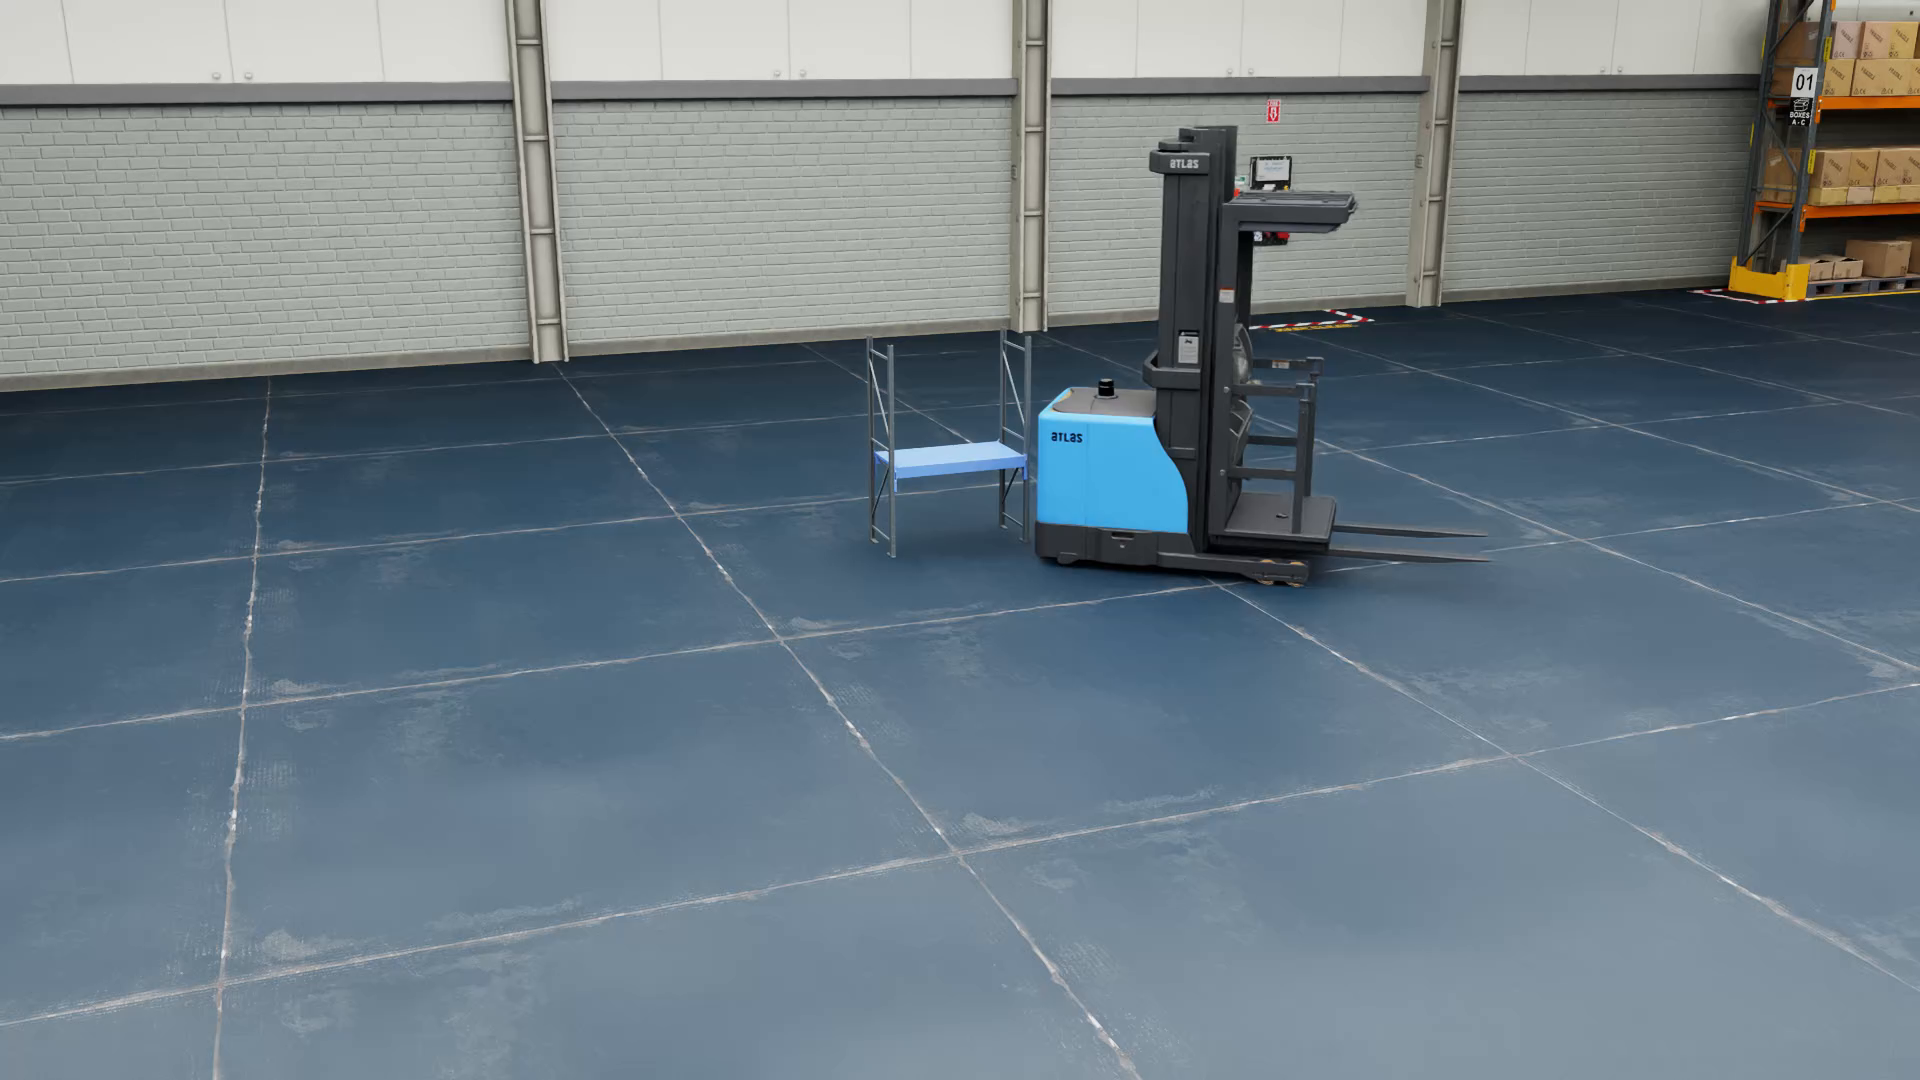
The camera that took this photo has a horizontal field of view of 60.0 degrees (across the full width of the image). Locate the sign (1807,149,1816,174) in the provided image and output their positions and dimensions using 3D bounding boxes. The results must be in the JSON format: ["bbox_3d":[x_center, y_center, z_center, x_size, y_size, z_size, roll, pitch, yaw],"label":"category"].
[{"bbox_3d":[11.931,-5.305,23.302,0.005,0.325,0.100,-6,17,-20],"label":"sign"}]

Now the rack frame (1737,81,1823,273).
[{"bbox_3d":[11.736,-5.032,23.910,0.127,3.000,1.000,-6,17,-20],"label":"rack frame"}]

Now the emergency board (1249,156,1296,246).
[{"bbox_3d":[4.157,-4.486,22.051,0.643,1.169,0.194,-6,17,-20],"label":"emergency board"}]

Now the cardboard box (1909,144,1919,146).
[{"bbox_3d":[14.474,-5.689,25.047,0.500,0.500,0.500,-6,17,-20],"label":"cardboard box"}]

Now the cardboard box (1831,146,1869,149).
[{"bbox_3d":[13.055,-5.534,24.520,0.500,0.500,0.500,-7,18,-22],"label":"cardboard box"}]

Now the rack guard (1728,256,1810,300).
[{"bbox_3d":[11.807,-3.840,24.288,0.348,0.500,1.175,-6,17,-20],"label":"rack guard"}]

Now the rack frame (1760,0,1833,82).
[{"bbox_3d":[11.736,-7.910,23.065,0.127,3.000,1.000,-6,17,-20],"label":"rack frame"}]

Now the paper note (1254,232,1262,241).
[{"bbox_3d":[3.967,-4.064,22.176,0.142,0.148,0.016,-6,17,-20],"label":"paper note"}]

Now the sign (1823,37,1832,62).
[{"bbox_3d":[11.931,-6.748,22.878,0.005,0.325,0.100,-6,17,-20],"label":"sign"}]

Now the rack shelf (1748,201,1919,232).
[{"bbox_3d":[13.604,-4.888,24.698,4.000,0.370,1.077,-6,17,-20],"label":"rack shelf"}]

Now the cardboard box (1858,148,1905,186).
[{"bbox_3d":[13.240,-5.396,24.050,0.500,0.500,0.500,-7,18,-22],"label":"cardboard box"}]

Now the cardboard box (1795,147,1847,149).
[{"bbox_3d":[12.574,-5.481,24.339,0.500,0.500,0.500,-6,17,-19],"label":"cardboard box"}]

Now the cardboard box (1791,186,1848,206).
[{"bbox_3d":[12.306,-4.935,23.811,0.500,0.250,0.500,-7,18,-22],"label":"cardboard box"}]

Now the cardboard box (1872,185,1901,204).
[{"bbox_3d":[13.263,-5.041,24.172,0.500,0.250,0.500,-6,18,-21],"label":"cardboard box"}]

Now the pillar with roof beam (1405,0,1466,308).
[{"bbox_3d":[8.018,-6.471,18.163,0.400,9.000,9.100,-6,17,-20],"label":"pillar with roof beam"}]

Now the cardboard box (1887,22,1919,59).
[{"bbox_3d":[13.144,-7.075,23.557,0.500,0.500,0.500,-6,17,-19],"label":"cardboard box"}]

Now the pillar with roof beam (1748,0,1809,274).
[{"bbox_3d":[13.621,-7.076,20.223,0.400,9.000,9.100,-6,17,-20],"label":"pillar with roof beam"}]

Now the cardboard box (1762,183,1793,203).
[{"bbox_3d":[12.104,-5.068,24.262,0.500,0.250,0.500,-6,17,-19],"label":"cardboard box"}]

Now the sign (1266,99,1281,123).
[{"bbox_3d":[4.113,-5.624,21.811,0.199,0.298,0.001,-6,17,-20],"label":"sign"}]

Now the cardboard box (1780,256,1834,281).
[{"bbox_3d":[12.415,-3.999,24.384,0.500,0.311,0.500,-8,18,-26],"label":"cardboard box"}]

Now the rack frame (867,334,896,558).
[{"bbox_3d":[-0.554,-0.660,11.683,0.032,1.500,0.500,-6,17,-20],"label":"rack frame"}]

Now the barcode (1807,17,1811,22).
[{"bbox_3d":[12.221,-7.490,23.939,0.075,0.075,0.001,-6,17,-20],"label":"barcode"}]

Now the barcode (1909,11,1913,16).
[{"bbox_3d":[14.020,-7.759,24.501,0.075,0.075,0.001,-6,17,-20],"label":"barcode"}]

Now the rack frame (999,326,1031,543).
[{"bbox_3d":[0.395,-0.762,12.032,0.032,1.500,0.500,-6,17,-20],"label":"rack frame"}]

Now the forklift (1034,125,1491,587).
[{"bbox_3d":[2.092,-1.260,11.188,3.031,2.935,1.130,4,17,15],"label":"forklift"}]

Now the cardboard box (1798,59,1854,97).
[{"bbox_3d":[12.138,-6.497,23.361,0.500,0.500,0.500,-6,17,-19],"label":"cardboard box"}]

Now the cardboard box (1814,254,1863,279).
[{"bbox_3d":[12.947,-4.056,24.579,0.500,0.311,0.500,-5,17,-15],"label":"cardboard box"}]

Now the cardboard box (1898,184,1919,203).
[{"bbox_3d":[13.736,-5.091,24.343,0.500,0.250,0.500,-6,17,-20],"label":"cardboard box"}]

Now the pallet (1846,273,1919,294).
[{"bbox_3d":[13.716,-3.896,24.991,1.213,0.211,1.003,-6,17,-20],"label":"pallet"}]

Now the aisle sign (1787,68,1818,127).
[{"bbox_3d":[11.777,-6.193,23.250,0.004,0.787,0.394,-6,17,-20],"label":"aisle sign"}]

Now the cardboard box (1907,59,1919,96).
[{"bbox_3d":[13.629,-6.654,23.898,0.500,0.500,0.500,-5,17,-17],"label":"cardboard box"}]

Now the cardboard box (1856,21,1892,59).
[{"bbox_3d":[12.670,-7.021,23.371,0.500,0.500,0.500,-6,18,-21],"label":"cardboard box"}]

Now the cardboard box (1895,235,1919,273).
[{"bbox_3d":[14.517,-4.332,25.181,0.500,0.500,0.500,-8,18,-24],"label":"cardboard box"}]

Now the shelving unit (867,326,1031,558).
[{"bbox_3d":[-0.080,-0.711,11.858,1.048,1.500,0.538,-6,17,-20],"label":"shelving unit"}]

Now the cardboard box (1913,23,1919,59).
[{"bbox_3d":[14.109,-7.176,23.902,0.500,0.500,0.500,-7,18,-22],"label":"cardboard box"}]

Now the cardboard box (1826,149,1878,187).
[{"bbox_3d":[12.755,-5.346,23.878,0.500,0.500,0.500,-6,17,-20],"label":"cardboard box"}]

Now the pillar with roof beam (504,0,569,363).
[{"bbox_3d":[-3.187,-5.261,14.043,0.400,9.000,9.100,-6,17,-20],"label":"pillar with roof beam"}]

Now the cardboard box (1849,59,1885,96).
[{"bbox_3d":[12.652,-6.541,23.514,0.500,0.500,0.500,-5,17,-16],"label":"cardboard box"}]

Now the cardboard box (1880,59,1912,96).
[{"bbox_3d":[13.136,-6.595,23.695,0.500,0.500,0.500,-5,17,-18],"label":"cardboard box"}]

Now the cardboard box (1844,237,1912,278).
[{"bbox_3d":[13.650,-4.208,24.760,0.500,0.500,0.700,-7,18,-24],"label":"cardboard box"}]

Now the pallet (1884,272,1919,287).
[{"bbox_3d":[14.857,-4.020,25.414,1.213,0.211,1.003,-6,17,-20],"label":"pallet"}]

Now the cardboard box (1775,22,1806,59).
[{"bbox_3d":[12.046,-7.121,23.712,0.500,0.500,0.500,-5,17,-18],"label":"cardboard box"}]

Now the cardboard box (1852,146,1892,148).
[{"bbox_3d":[13.526,-5.585,24.693,0.500,0.500,0.500,-6,17,-19],"label":"cardboard box"}]

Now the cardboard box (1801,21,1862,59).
[{"bbox_3d":[12.183,-6.983,23.244,0.500,0.500,0.500,-8,18,-24],"label":"cardboard box"}]

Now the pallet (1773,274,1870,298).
[{"bbox_3d":[12.579,-3.774,24.576,1.213,0.211,1.003,-6,17,-20],"label":"pallet"}]

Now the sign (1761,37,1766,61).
[{"bbox_3d":[11.557,-7.044,23.867,0.005,0.325,0.100,-6,17,-20],"label":"sign"}]

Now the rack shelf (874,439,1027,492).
[{"bbox_3d":[-0.080,-0.538,11.908,1.000,0.185,0.538,-6,17,-20],"label":"rack shelf"}]

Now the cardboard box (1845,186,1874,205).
[{"bbox_3d":[12.786,-4.991,24.002,0.500,0.250,0.500,-7,18,-22],"label":"cardboard box"}]

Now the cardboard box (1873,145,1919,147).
[{"bbox_3d":[14.006,-5.640,24.881,0.500,0.500,0.500,-6,17,-19],"label":"cardboard box"}]

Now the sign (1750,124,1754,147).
[{"bbox_3d":[11.557,-5.887,24.206,0.005,0.325,0.100,-6,17,-20],"label":"sign"}]

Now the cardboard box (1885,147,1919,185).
[{"bbox_3d":[13.717,-5.451,24.238,0.500,0.500,0.500,-6,17,-18],"label":"cardboard box"}]

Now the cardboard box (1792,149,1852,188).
[{"bbox_3d":[12.290,-5.298,23.717,0.500,0.500,0.500,-6,17,-20],"label":"cardboard box"}]

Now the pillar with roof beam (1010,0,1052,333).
[{"bbox_3d":[2.416,-5.866,16.103,0.400,9.000,9.100,-6,17,-20],"label":"pillar with roof beam"}]

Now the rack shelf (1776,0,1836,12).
[{"bbox_3d":[13.604,-7.765,23.853,4.000,0.370,1.077,-6,17,-20],"label":"rack shelf"}]

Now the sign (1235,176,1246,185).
[{"bbox_3d":[3.611,-4.727,21.867,0.331,0.109,0.001,-6,17,-20],"label":"sign"}]

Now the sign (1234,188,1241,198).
[{"bbox_3d":[3.603,-4.475,21.949,0.234,0.329,0.001,-6,17,-20],"label":"sign"}]

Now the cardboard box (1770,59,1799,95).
[{"bbox_3d":[12.036,-6.637,23.840,0.500,0.500,0.500,-5,17,-16],"label":"cardboard box"}]

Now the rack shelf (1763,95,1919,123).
[{"bbox_3d":[13.604,-6.328,24.275,4.000,0.370,1.077,-6,17,-20],"label":"rack shelf"}]

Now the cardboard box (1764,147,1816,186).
[{"bbox_3d":[12.101,-5.433,24.175,0.500,0.500,0.500,-6,18,-21],"label":"cardboard box"}]
